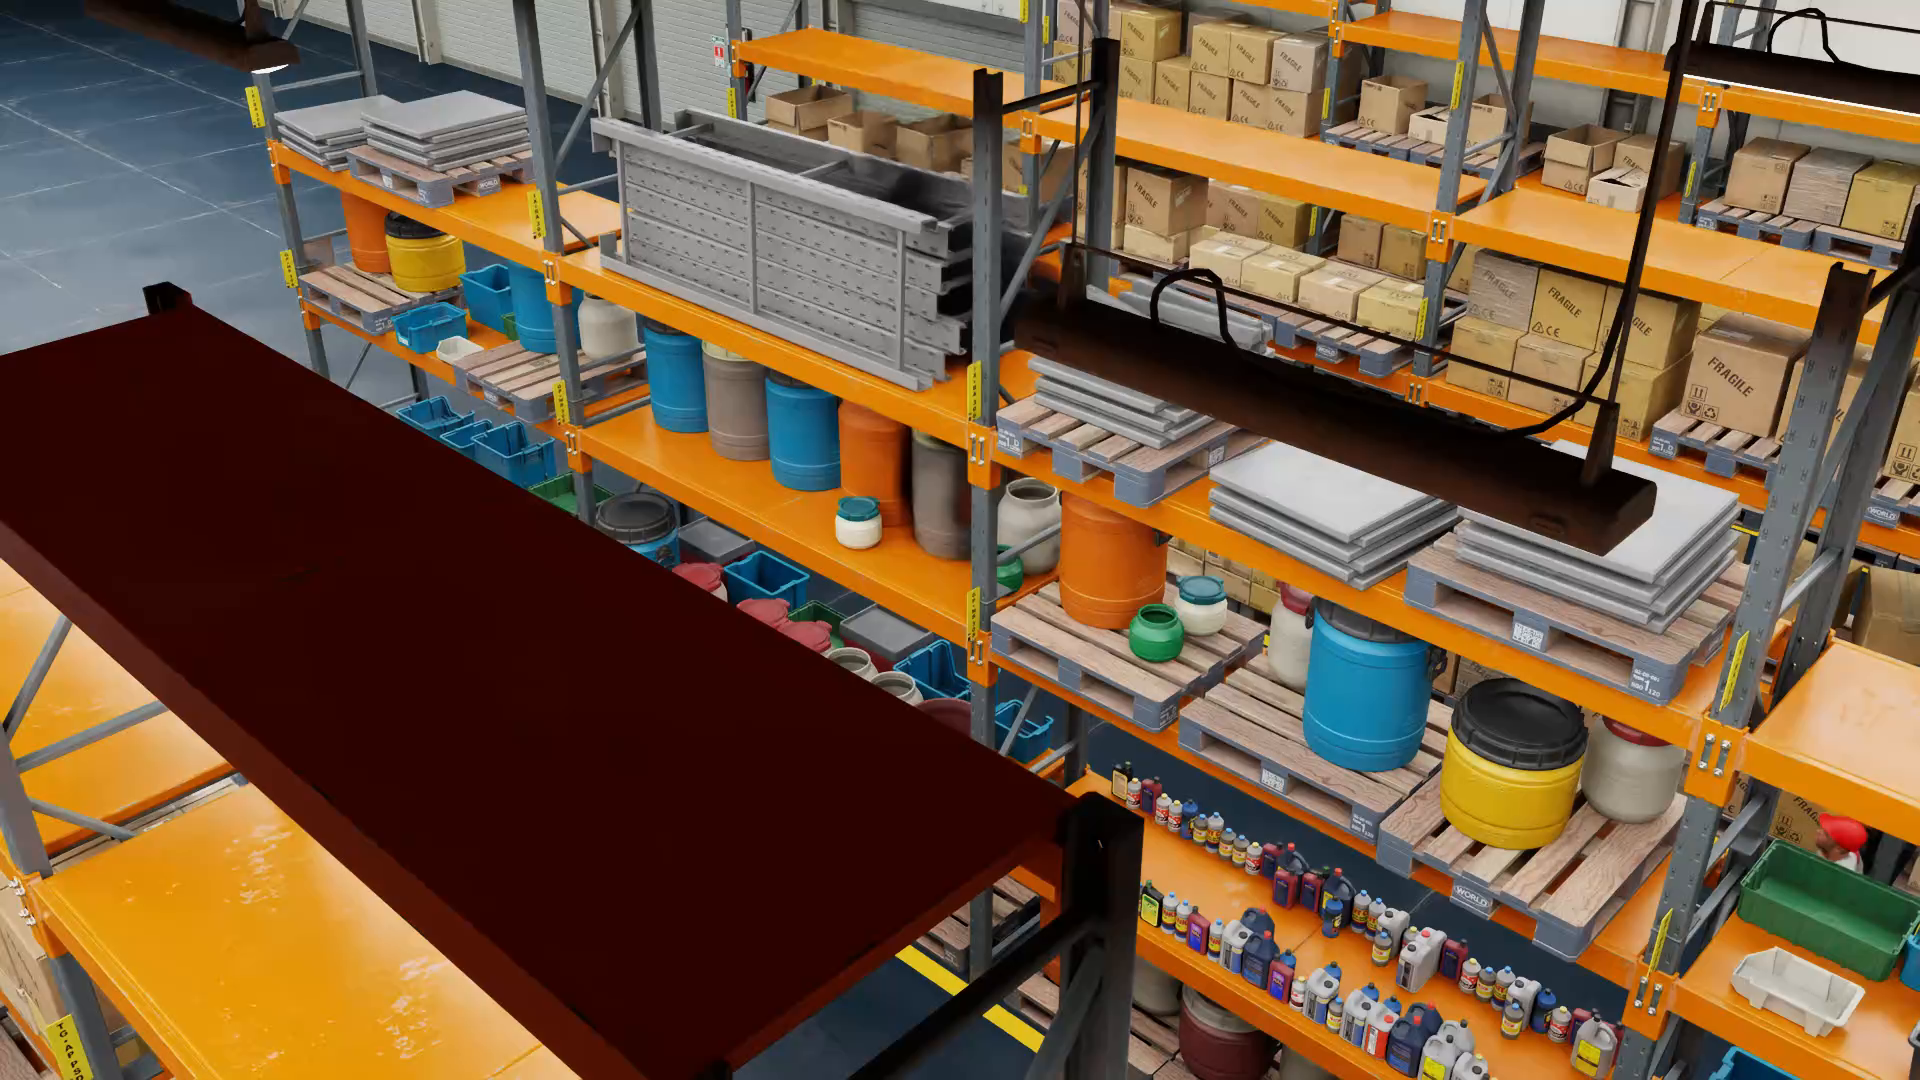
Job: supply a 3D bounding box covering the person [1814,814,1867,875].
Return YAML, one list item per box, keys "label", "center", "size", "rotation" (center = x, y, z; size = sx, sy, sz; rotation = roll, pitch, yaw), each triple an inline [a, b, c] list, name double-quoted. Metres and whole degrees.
- label: "person"
  center: [5.212, 2.393, 10.204]
  size: [0.838, 1.755, 0.667]
  rotation: [18, 34, 29]
